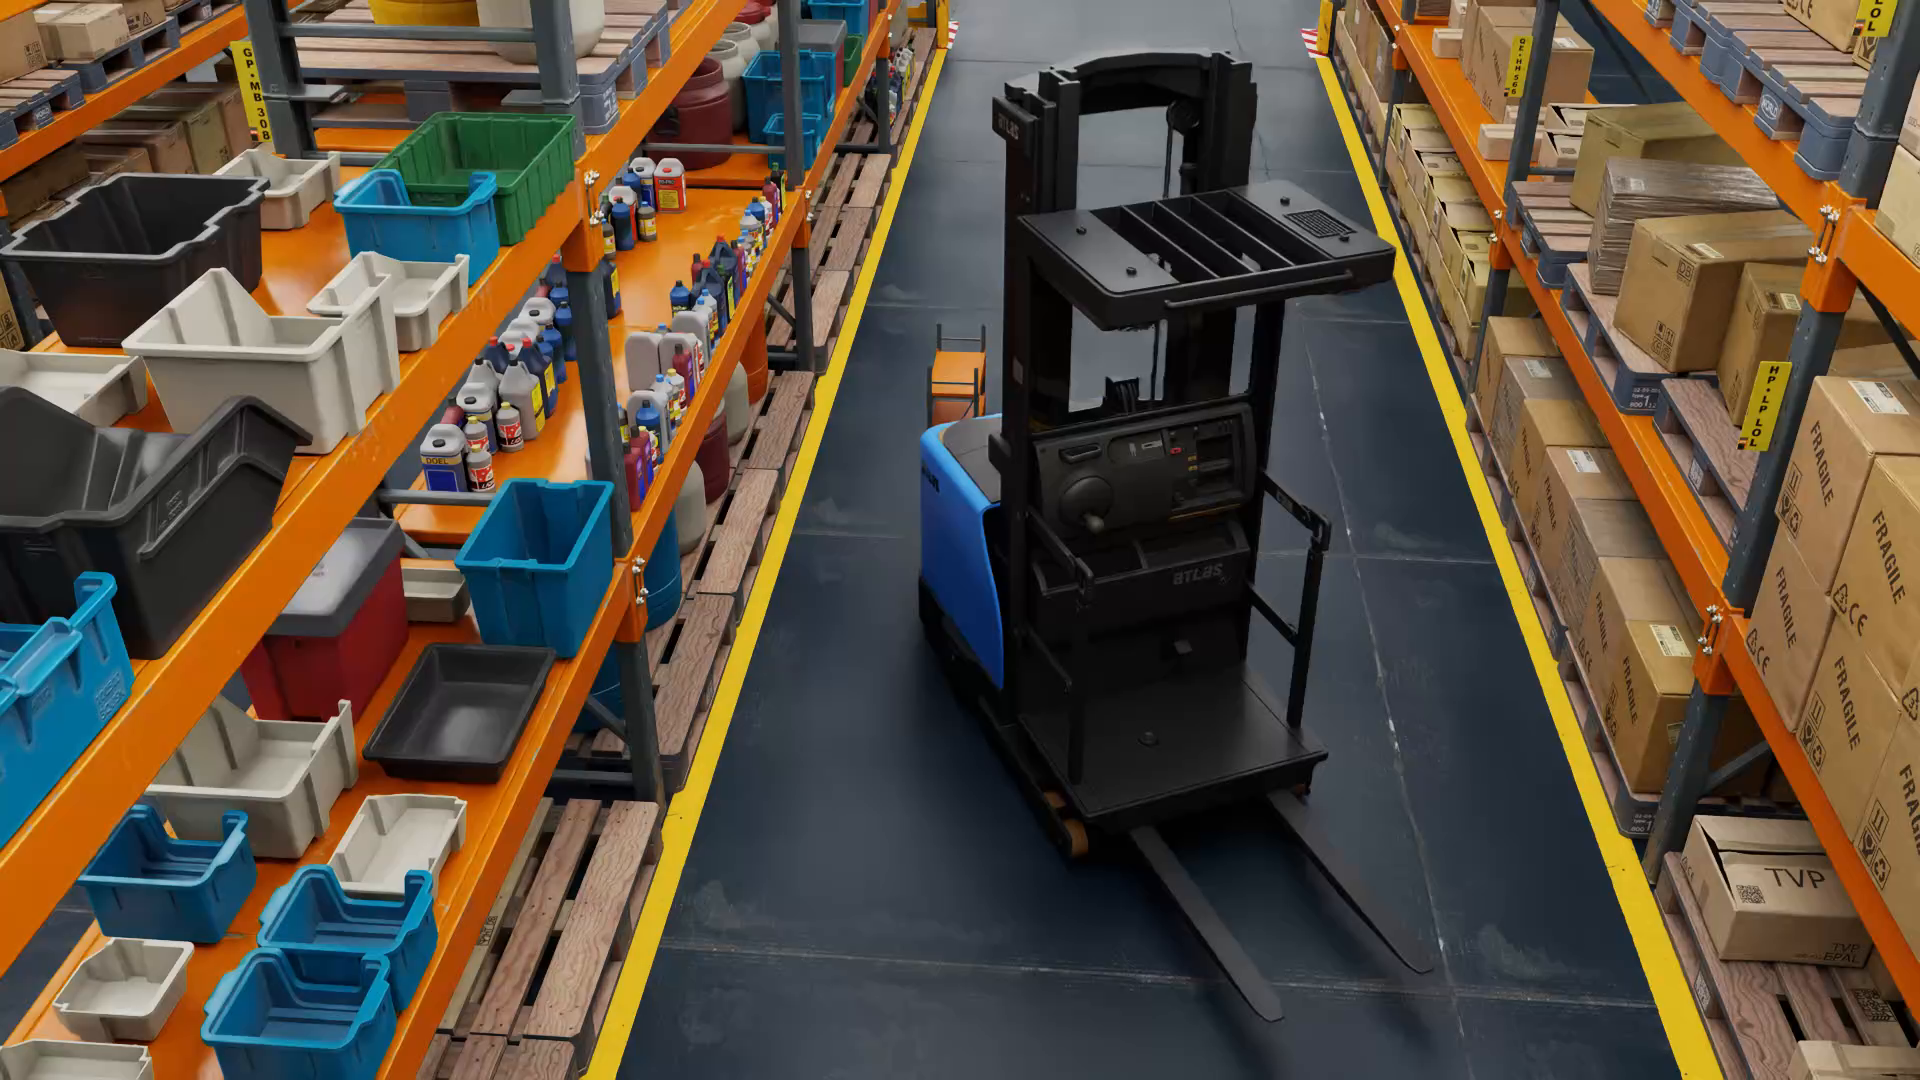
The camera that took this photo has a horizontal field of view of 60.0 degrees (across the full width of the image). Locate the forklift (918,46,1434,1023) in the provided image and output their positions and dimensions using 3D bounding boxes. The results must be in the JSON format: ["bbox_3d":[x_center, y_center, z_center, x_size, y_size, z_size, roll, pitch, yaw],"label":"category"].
[{"bbox_3d":[0.812,-0.219,6.312,1.130,2.935,3.031,-12,33,-18],"label":"forklift"}]

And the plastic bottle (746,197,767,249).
[{"bbox_3d":[-1.067,-1.664,8.714,0.097,0.271,0.097,0,32,0],"label":"plastic bottle"}]

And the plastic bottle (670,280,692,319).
[{"bbox_3d":[-1.302,-1.083,7.771,0.097,0.271,0.097,0,32,0],"label":"plastic bottle"}]

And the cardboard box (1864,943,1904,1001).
[{"bbox_3d":[3.450,1.261,5.808,0.500,0.500,0.500,2,32,4],"label":"cardboard box"}]

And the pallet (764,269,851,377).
[{"bbox_3d":[-1.295,-1.447,10.897,1.003,0.211,1.213,2,32,4],"label":"pallet"}]

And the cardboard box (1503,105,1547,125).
[{"bbox_3d":[3.587,-2.580,10.316,0.380,0.149,0.250,5,32,8],"label":"cardboard box"}]

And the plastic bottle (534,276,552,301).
[{"bbox_3d":[-1.939,-1.079,7.753,0.061,0.283,0.133,2,32,4],"label":"plastic bottle"}]

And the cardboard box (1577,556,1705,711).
[{"bbox_3d":[3.017,0.423,7.168,0.500,0.500,0.500,3,32,4],"label":"cardboard box"}]

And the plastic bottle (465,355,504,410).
[{"bbox_3d":[-1.974,-0.613,6.932,0.144,0.351,0.185,2,32,4],"label":"plastic bottle"}]

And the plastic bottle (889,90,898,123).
[{"bbox_3d":[-0.609,-3.668,14.020,0.152,0.276,0.135,4,32,6],"label":"plastic bottle"}]

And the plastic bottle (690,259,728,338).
[{"bbox_3d":[-1.178,-1.135,7.779,0.144,0.351,0.185,2,32,4],"label":"plastic bottle"}]

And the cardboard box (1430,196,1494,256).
[{"bbox_3d":[3.417,-2.085,10.960,0.500,0.311,0.500,2,32,4],"label":"cardboard box"}]

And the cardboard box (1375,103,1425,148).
[{"bbox_3d":[3.685,-3.369,13.578,0.500,0.250,0.500,2,32,4],"label":"cardboard box"}]

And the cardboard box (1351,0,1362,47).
[{"bbox_3d":[3.859,-4.734,15.078,0.500,0.500,0.500,2,32,4],"label":"cardboard box"}]

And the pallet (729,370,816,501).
[{"bbox_3d":[-1.419,-0.630,9.571,1.003,0.211,1.213,2,32,4],"label":"pallet"}]

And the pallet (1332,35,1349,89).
[{"bbox_3d":[4.171,-4.612,16.032,1.003,0.211,1.213,2,32,4],"label":"pallet"}]

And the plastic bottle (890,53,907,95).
[{"bbox_3d":[-0.542,-4.107,14.661,0.144,0.351,0.185,2,32,4],"label":"plastic bottle"}]

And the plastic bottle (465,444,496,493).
[{"bbox_3d":[-1.887,-0.279,6.533,0.097,0.201,0.097,0,32,0],"label":"plastic bottle"}]

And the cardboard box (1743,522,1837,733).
[{"bbox_3d":[2.901,0.287,5.331,0.500,0.500,0.500,3,32,5],"label":"cardboard box"}]

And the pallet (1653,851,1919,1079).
[{"bbox_3d":[3.157,1.621,5.919,1.003,0.211,1.213,2,32,4],"label":"pallet"}]

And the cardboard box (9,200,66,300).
[{"bbox_3d":[-6.299,-1.917,10.964,0.700,0.500,0.500,1,32,1],"label":"cardboard box"}]

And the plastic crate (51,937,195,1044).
[{"bbox_3d":[-2.120,1.152,4.216,0.298,0.136,0.250,2,32,4],"label":"plastic crate"}]

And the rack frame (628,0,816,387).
[{"bbox_3d":[-1.397,-2.231,9.511,1.000,3.000,0.127,2,32,4],"label":"rack frame"}]

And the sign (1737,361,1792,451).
[{"bbox_3d":[2.661,-0.440,5.502,0.100,0.325,0.005,2,32,4],"label":"sign"}]

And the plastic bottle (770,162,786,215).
[{"bbox_3d":[-1.005,-1.951,9.169,0.061,0.283,0.133,2,32,4],"label":"plastic bottle"}]

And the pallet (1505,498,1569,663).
[{"bbox_3d":[3.339,0.195,8.233,1.003,0.211,1.213,2,32,4],"label":"pallet"}]

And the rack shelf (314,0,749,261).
[{"bbox_3d":[-1.560,-2.156,7.216,1.077,0.370,4.000,2,32,4],"label":"rack shelf"}]

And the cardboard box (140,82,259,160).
[{"bbox_3d":[-6.079,-3.337,13.269,0.700,0.500,0.500,0,32,0],"label":"cardboard box"}]

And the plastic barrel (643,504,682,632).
[{"bbox_3d":[-1.604,-0.079,7.619,0.600,0.901,0.708,2,32,4],"label":"plastic barrel"}]

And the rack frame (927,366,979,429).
[{"bbox_3d":[-0.033,-0.297,8.088,0.240,1.200,0.015,2,32,4],"label":"rack frame"}]

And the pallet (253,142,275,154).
[{"bbox_3d":[-6.070,-2.940,13.319,1.003,0.211,1.213,2,32,4],"label":"pallet"}]

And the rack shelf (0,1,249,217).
[{"bbox_3d":[-6.171,-3.182,11.740,1.077,0.370,4.000,2,32,4],"label":"rack shelf"}]

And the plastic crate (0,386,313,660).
[{"bbox_3d":[-1.650,-0.085,3.230,0.504,0.338,0.767,2,32,4],"label":"plastic crate"}]

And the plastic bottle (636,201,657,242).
[{"bbox_3d":[-1.666,-1.696,8.833,0.097,0.201,0.097,0,32,0],"label":"plastic bottle"}]

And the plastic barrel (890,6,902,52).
[{"bbox_3d":[-0.764,-4.924,15.852,0.421,0.512,0.421,0,32,0],"label":"plastic barrel"}]

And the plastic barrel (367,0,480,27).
[{"bbox_3d":[-1.850,-2.161,5.959,0.600,0.588,0.600,0,32,0],"label":"plastic barrel"}]

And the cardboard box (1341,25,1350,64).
[{"bbox_3d":[3.889,-4.676,15.699,0.500,0.250,0.500,2,32,4],"label":"cardboard box"}]

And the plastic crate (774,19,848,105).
[{"bbox_3d":[-0.960,-3.090,10.844,0.402,0.464,0.583,2,32,4],"label":"plastic crate"}]

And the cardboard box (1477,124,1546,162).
[{"bbox_3d":[3.338,-2.392,10.013,0.380,0.149,0.250,2,32,4],"label":"cardboard box"}]

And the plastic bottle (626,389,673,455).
[{"bbox_3d":[-1.275,-0.504,6.826,0.152,0.276,0.135,2,32,4],"label":"plastic bottle"}]

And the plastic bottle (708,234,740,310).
[{"bbox_3d":[-1.152,-1.301,8.049,0.144,0.351,0.185,2,32,4],"label":"plastic bottle"}]

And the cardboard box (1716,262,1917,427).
[{"bbox_3d":[3.468,-0.748,6.608,0.700,0.500,0.500,7,32,12],"label":"cardboard box"}]

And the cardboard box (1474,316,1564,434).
[{"bbox_3d":[3.218,-0.915,9.338,0.500,0.500,0.500,4,32,6],"label":"cardboard box"}]

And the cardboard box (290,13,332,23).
[{"bbox_3d":[-5.924,-4.484,15.149,0.500,0.500,0.500,0,32,0],"label":"cardboard box"}]

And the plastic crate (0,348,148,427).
[{"bbox_3d":[-2.127,-0.303,3.776,0.437,0.136,0.530,2,32,4],"label":"plastic crate"}]

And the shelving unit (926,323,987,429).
[{"bbox_3d":[-0.013,-0.424,8.295,0.258,1.200,0.503,2,32,4],"label":"shelving unit"}]

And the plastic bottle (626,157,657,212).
[{"bbox_3d":[-1.754,-1.966,9.199,0.152,0.276,0.135,2,32,4],"label":"plastic bottle"}]

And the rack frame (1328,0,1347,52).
[{"bbox_3d":[4.191,-6.201,15.952,1.000,3.000,0.127,2,32,4],"label":"rack frame"}]

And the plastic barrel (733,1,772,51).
[{"bbox_3d":[-1.463,-3.280,11.083,0.433,0.535,0.433,0,32,0],"label":"plastic barrel"}]

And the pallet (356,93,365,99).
[{"bbox_3d":[-5.892,-4.339,15.590,1.003,0.211,1.213,2,32,4],"label":"pallet"}]

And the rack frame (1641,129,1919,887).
[{"bbox_3d":[3.214,0.074,5.770,1.000,3.000,0.127,2,32,4],"label":"rack frame"}]

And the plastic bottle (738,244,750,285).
[{"bbox_3d":[-1.106,-1.380,8.320,0.097,0.201,0.097,0,32,0],"label":"plastic bottle"}]

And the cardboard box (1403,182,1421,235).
[{"bbox_3d":[3.503,-2.379,11.971,0.500,0.250,0.500,2,32,2],"label":"cardboard box"}]

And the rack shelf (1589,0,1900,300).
[{"bbox_3d":[3.377,-1.942,6.869,1.077,0.370,4.000,2,32,4],"label":"rack shelf"}]

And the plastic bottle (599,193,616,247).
[{"bbox_3d":[-1.848,-1.659,8.694,0.061,0.283,0.133,2,32,4],"label":"plastic bottle"}]

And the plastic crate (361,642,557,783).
[{"bbox_3d":[-1.546,0.549,5.205,0.437,0.125,0.590,2,32,4],"label":"plastic crate"}]

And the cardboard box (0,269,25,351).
[{"bbox_3d":[-6.410,-1.357,9.717,1.225,0.875,0.875,1,32,2],"label":"cardboard box"}]

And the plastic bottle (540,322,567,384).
[{"bbox_3d":[-1.805,-0.834,7.367,0.097,0.271,0.097,0,32,0],"label":"plastic bottle"}]
